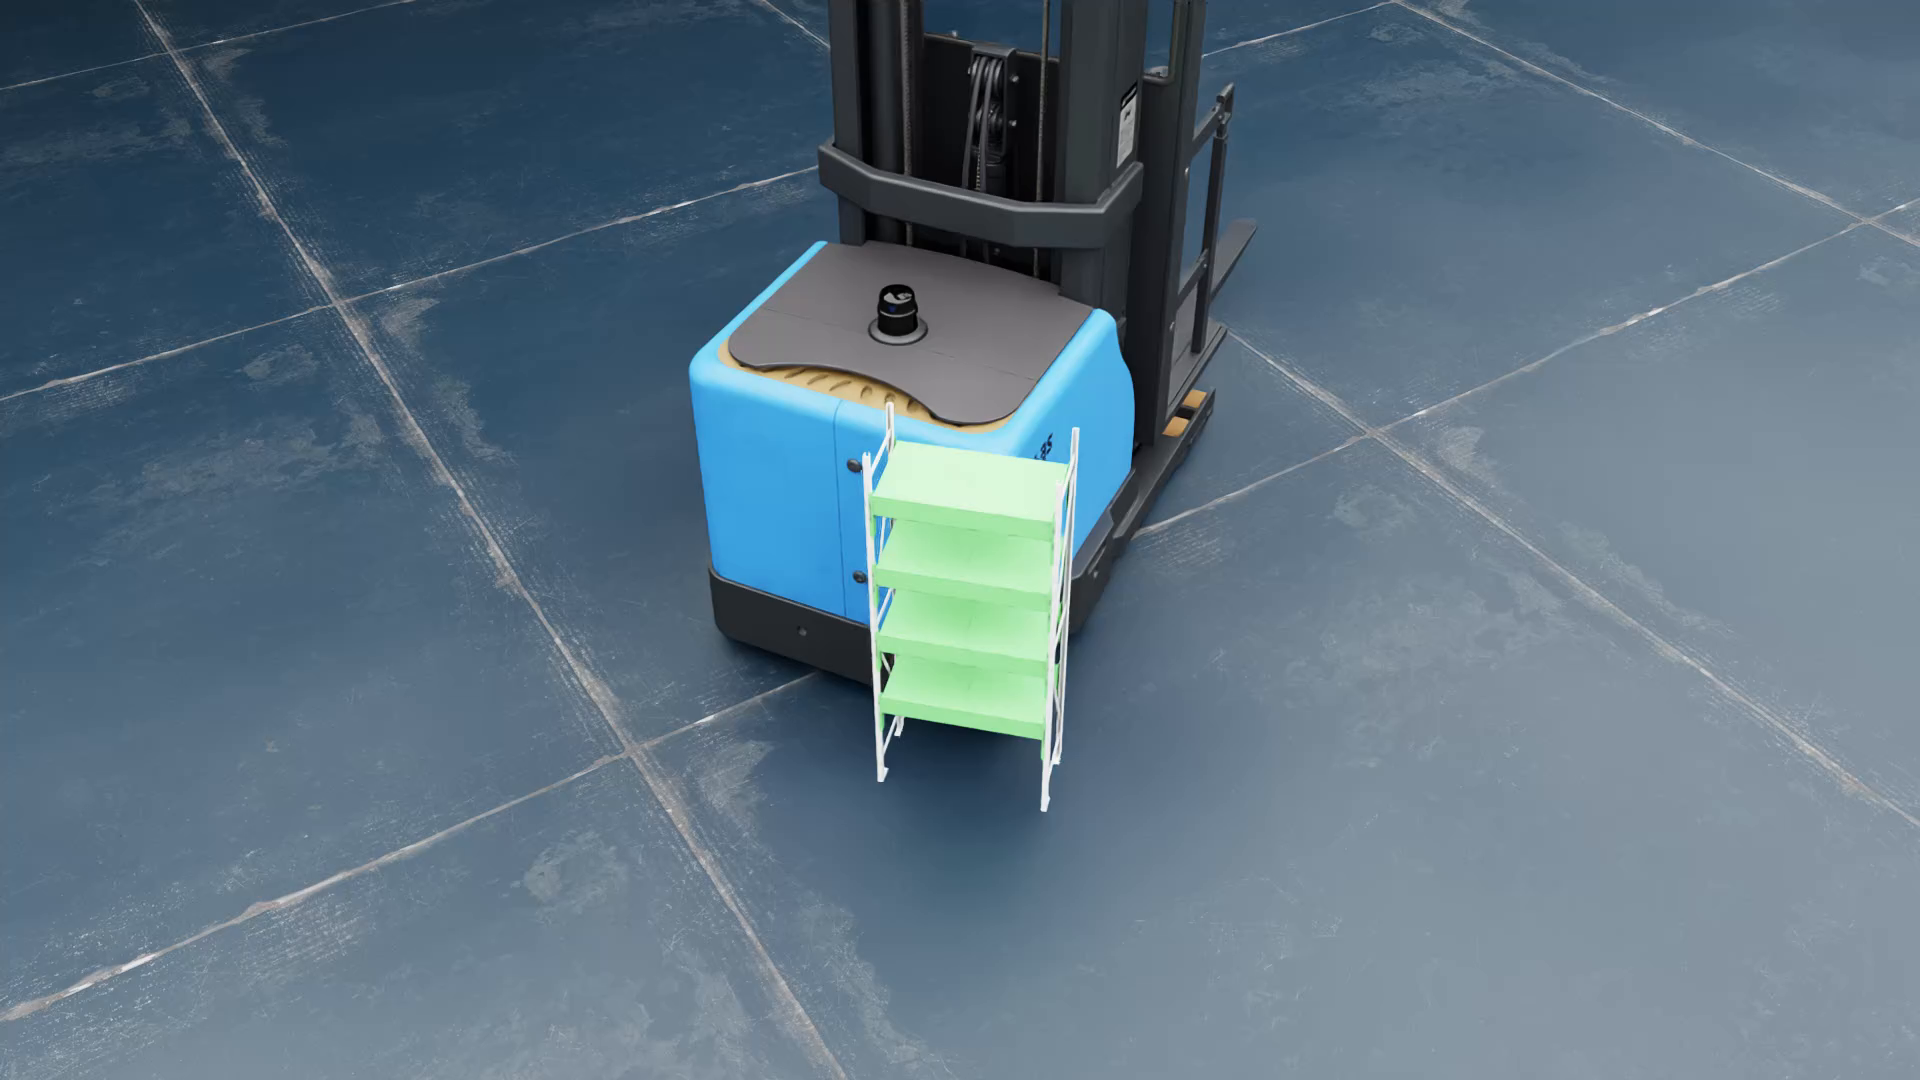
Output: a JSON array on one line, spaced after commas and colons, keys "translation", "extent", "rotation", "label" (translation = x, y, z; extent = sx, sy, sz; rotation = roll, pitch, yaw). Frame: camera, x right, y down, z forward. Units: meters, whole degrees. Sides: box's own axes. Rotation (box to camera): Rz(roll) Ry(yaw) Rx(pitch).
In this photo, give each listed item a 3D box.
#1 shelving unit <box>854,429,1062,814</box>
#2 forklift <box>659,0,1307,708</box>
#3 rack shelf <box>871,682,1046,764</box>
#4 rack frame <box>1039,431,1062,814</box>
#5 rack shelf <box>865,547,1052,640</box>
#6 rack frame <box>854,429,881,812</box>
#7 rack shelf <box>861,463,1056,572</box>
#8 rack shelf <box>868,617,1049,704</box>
[{"translation": [-0.002, 0.256, 4.502], "extent": [0.503, 1.200, 0.258], "rotation": [1, 41, 1], "label": "shelving unit"}, {"translation": [0.338, -1.466, 5.220], "extent": [1.130, 2.935, 3.031], "rotation": [22, 45, 24], "label": "forklift"}, {"translation": [-0.002, 0.487, 4.700], "extent": [0.480, 0.148, 0.258], "rotation": [1, 41, 1], "label": "rack shelf"}, {"translation": [0.242, 0.259, 4.499], "extent": [0.015, 1.200, 0.240], "rotation": [1, 41, 1], "label": "rack frame"}, {"translation": [-0.002, 0.122, 4.387], "extent": [0.480, 0.148, 0.258], "rotation": [1, 41, 1], "label": "rack shelf"}, {"translation": [-0.246, 0.253, 4.505], "extent": [0.015, 1.200, 0.240], "rotation": [1, 41, 1], "label": "rack frame"}, {"translation": [-0.002, -0.060, 4.231], "extent": [0.480, 0.148, 0.258], "rotation": [1, 41, 1], "label": "rack shelf"}, {"translation": [-0.002, 0.305, 4.544], "extent": [0.480, 0.148, 0.258], "rotation": [1, 41, 1], "label": "rack shelf"}]
